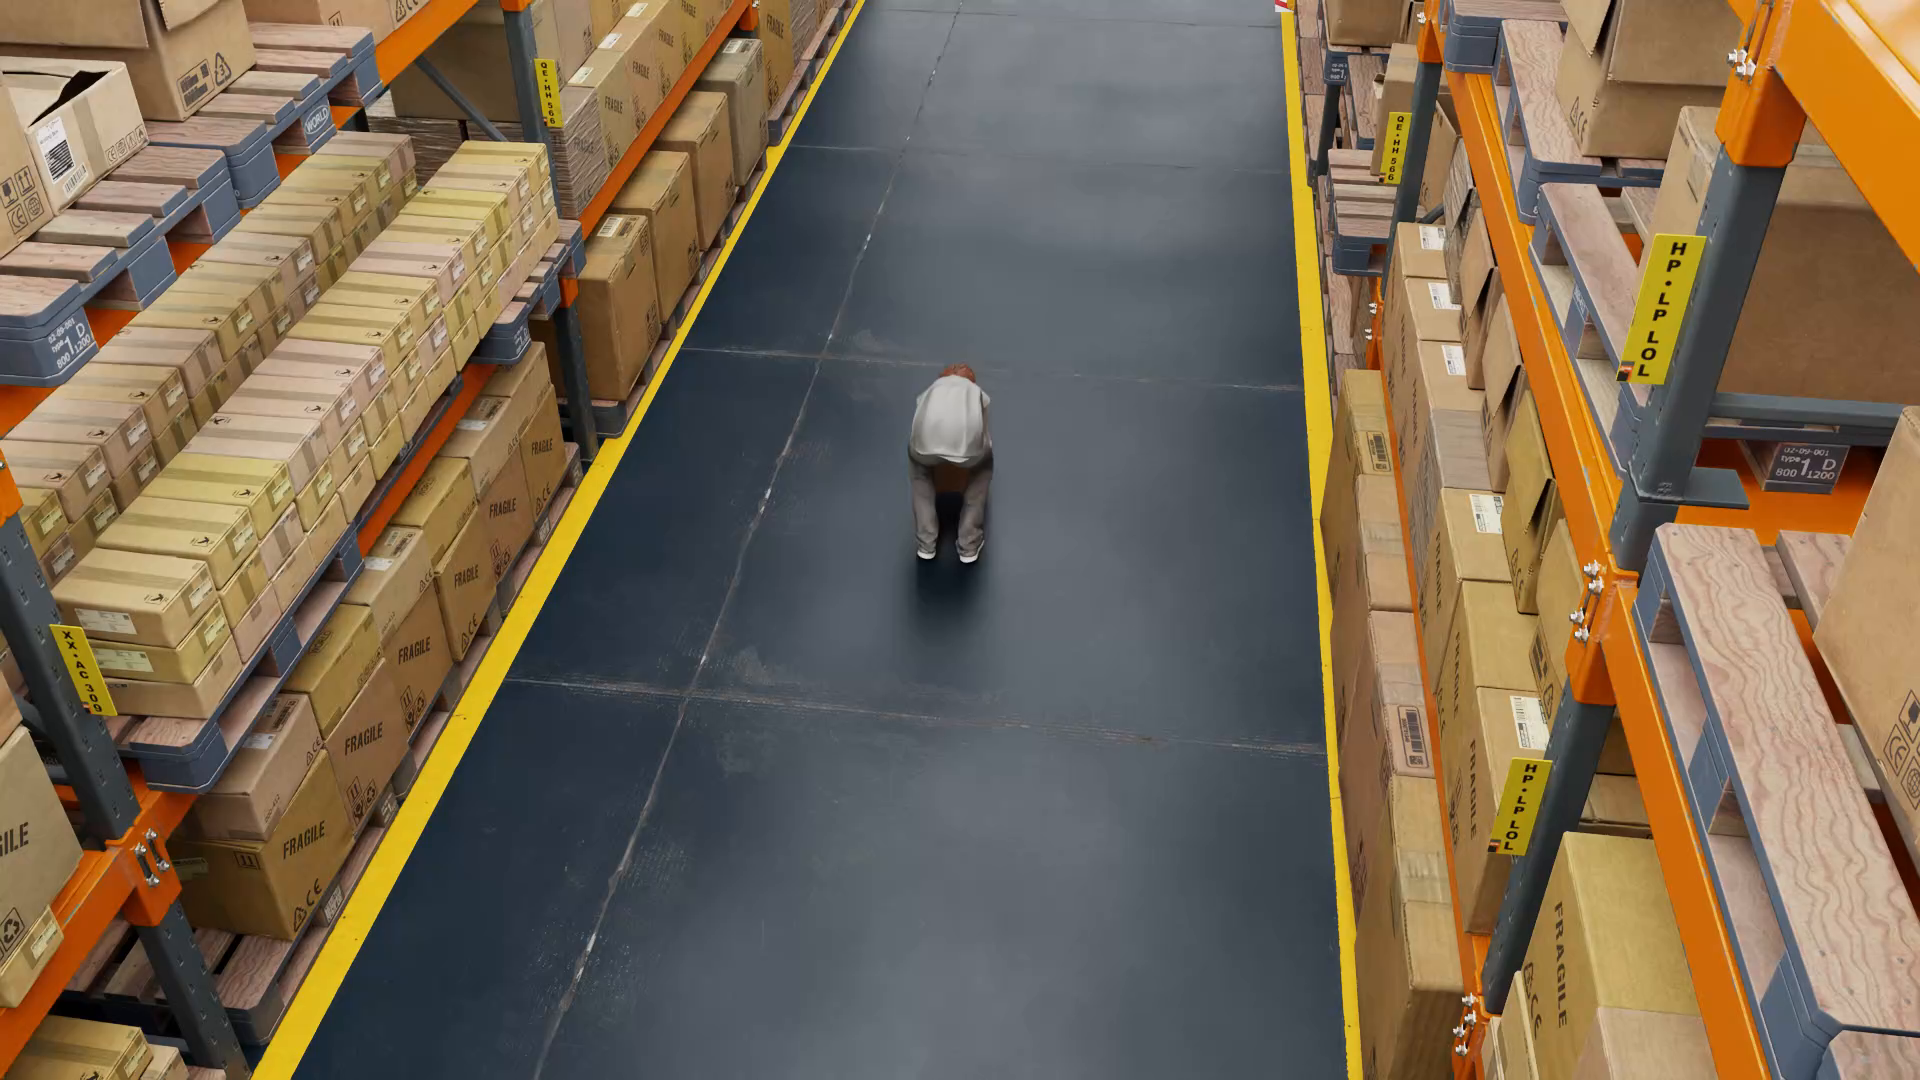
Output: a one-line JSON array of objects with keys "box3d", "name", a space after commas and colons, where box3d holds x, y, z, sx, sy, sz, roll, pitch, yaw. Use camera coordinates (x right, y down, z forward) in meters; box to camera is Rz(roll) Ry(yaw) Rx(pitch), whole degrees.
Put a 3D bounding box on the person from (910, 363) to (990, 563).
[{"box3d": [-0.041, -0.423, 8.179, 0.366, 0.923, 0.861, 3, 37, 4], "name": "person"}]
